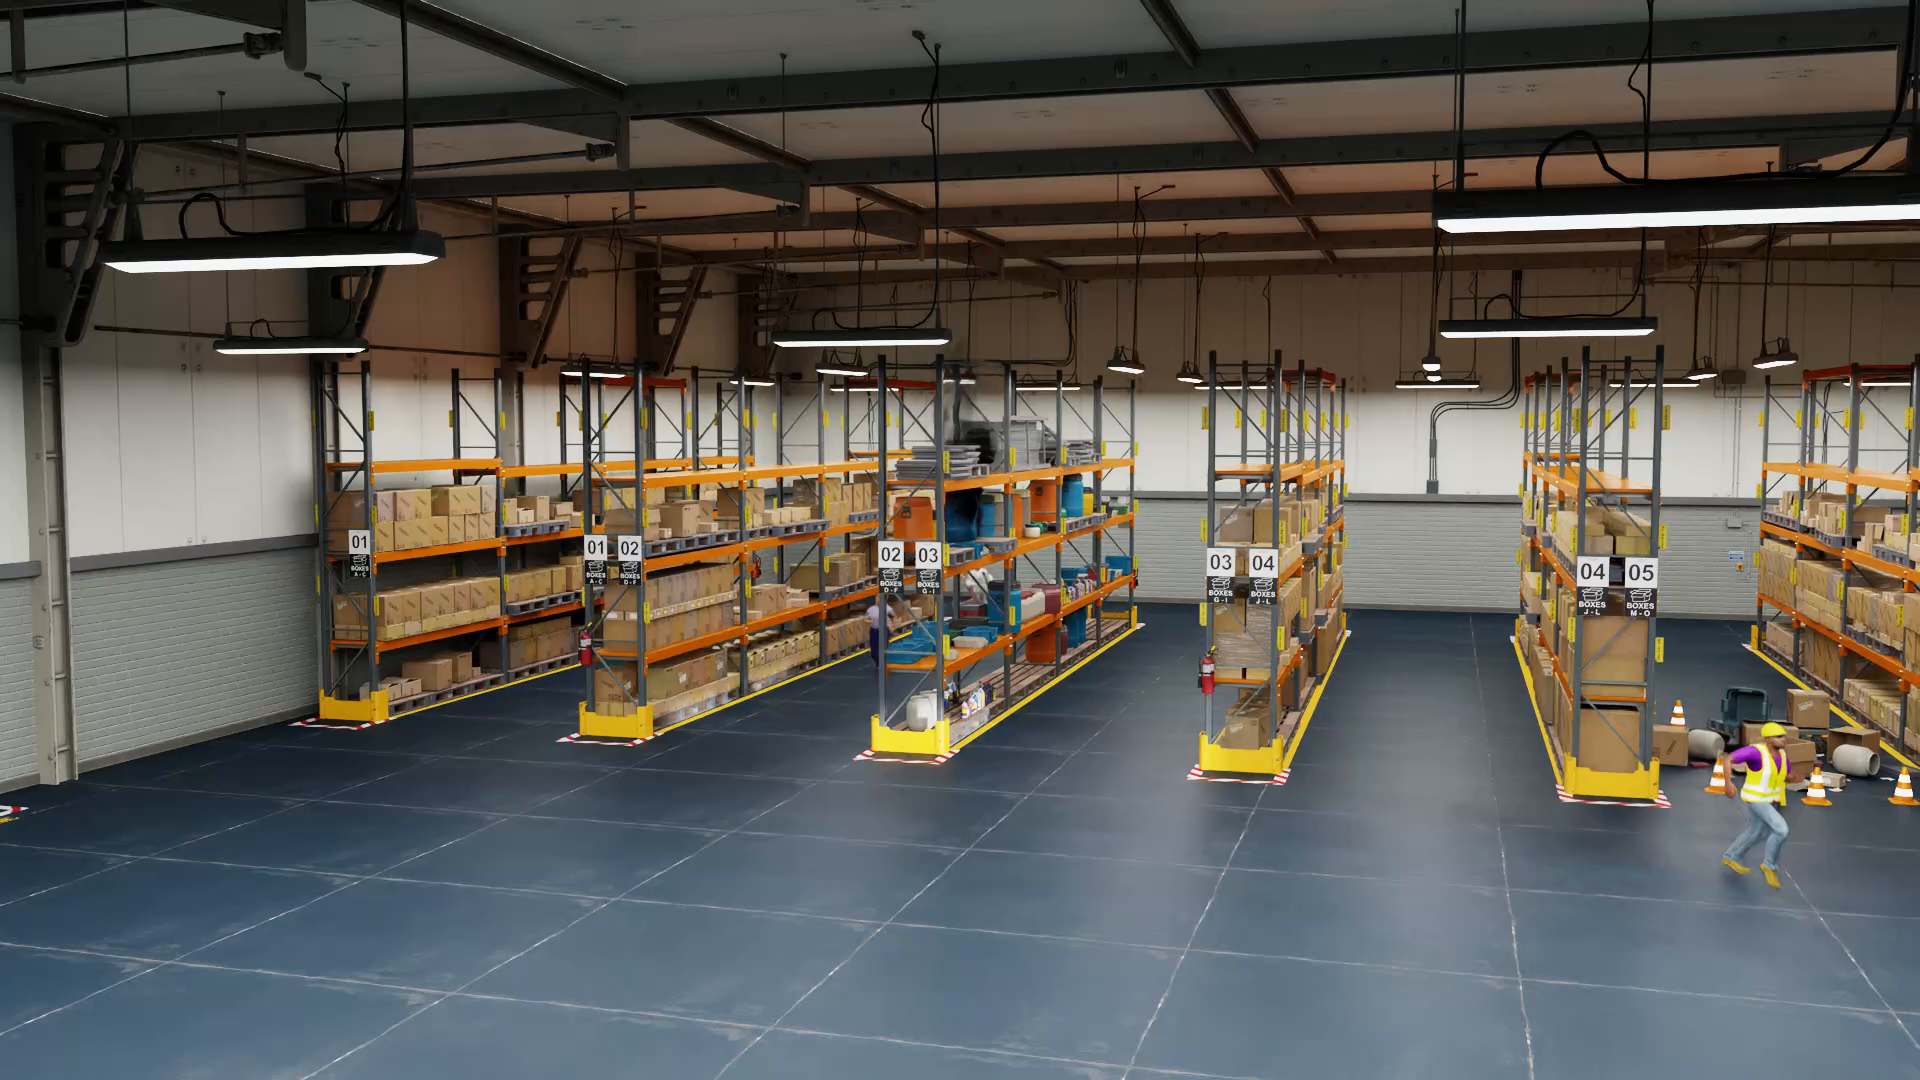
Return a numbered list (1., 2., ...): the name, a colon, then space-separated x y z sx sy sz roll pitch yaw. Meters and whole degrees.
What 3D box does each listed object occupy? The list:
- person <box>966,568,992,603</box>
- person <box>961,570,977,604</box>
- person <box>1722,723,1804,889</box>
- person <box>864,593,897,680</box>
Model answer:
1. person: 0.461 1.287 40.367 0.607 1.714 0.801 0 4 5
2. person: 0.287 1.168 42.689 0.544 1.595 0.586 2 5 30
3. person: 8.662 2.846 17.990 0.729 1.784 0.834 -2 5 -31
4. person: -1.562 1.852 32.377 0.607 1.632 0.941 1 4 9
